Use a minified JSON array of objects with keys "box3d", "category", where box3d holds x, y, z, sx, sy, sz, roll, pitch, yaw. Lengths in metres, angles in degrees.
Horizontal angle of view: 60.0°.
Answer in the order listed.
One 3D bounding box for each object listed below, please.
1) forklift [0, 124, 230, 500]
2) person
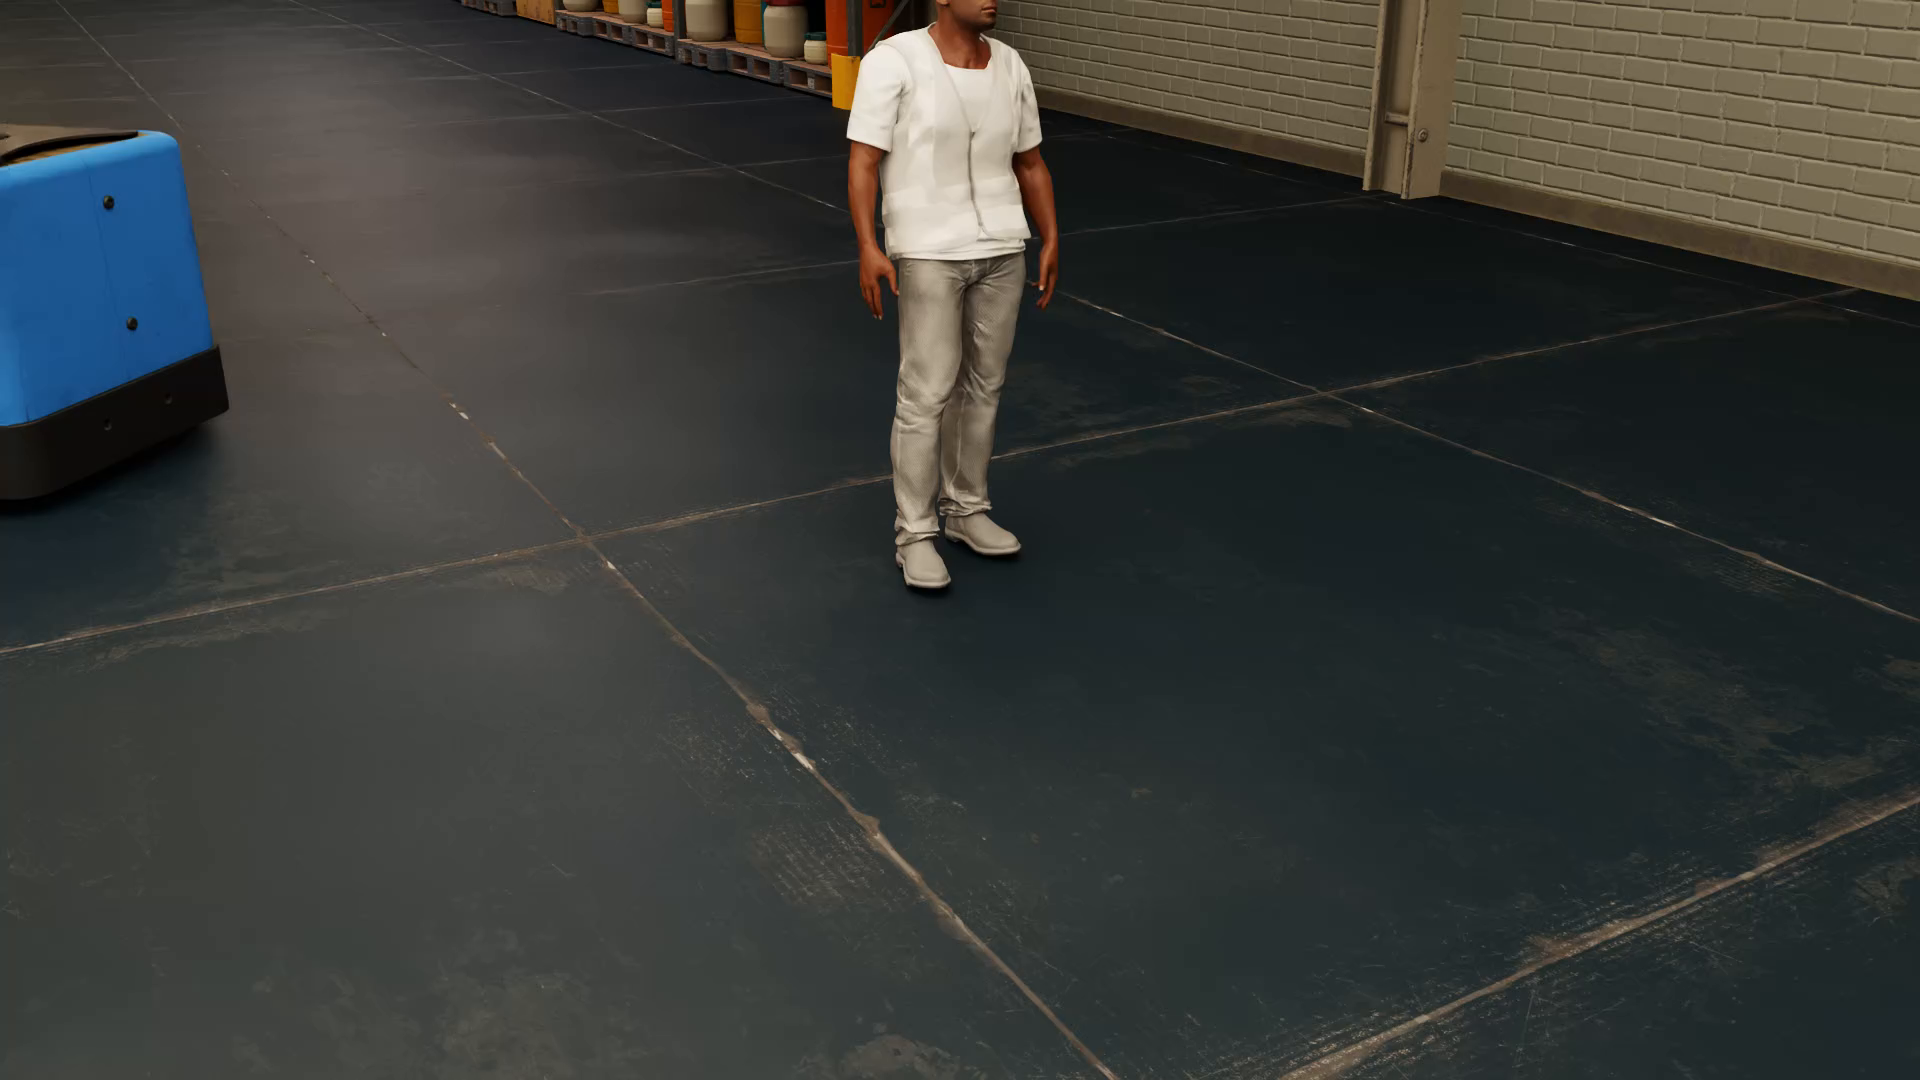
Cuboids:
[{"box3d":[-4.262,-1.738,5.510,3.031,2.935,1.130,5,23,13],"category":"forklift"},{"box3d":[0.031,-0.800,4.738,0.666,1.768,0.575,-12,25,-28],"category":"person"}]
